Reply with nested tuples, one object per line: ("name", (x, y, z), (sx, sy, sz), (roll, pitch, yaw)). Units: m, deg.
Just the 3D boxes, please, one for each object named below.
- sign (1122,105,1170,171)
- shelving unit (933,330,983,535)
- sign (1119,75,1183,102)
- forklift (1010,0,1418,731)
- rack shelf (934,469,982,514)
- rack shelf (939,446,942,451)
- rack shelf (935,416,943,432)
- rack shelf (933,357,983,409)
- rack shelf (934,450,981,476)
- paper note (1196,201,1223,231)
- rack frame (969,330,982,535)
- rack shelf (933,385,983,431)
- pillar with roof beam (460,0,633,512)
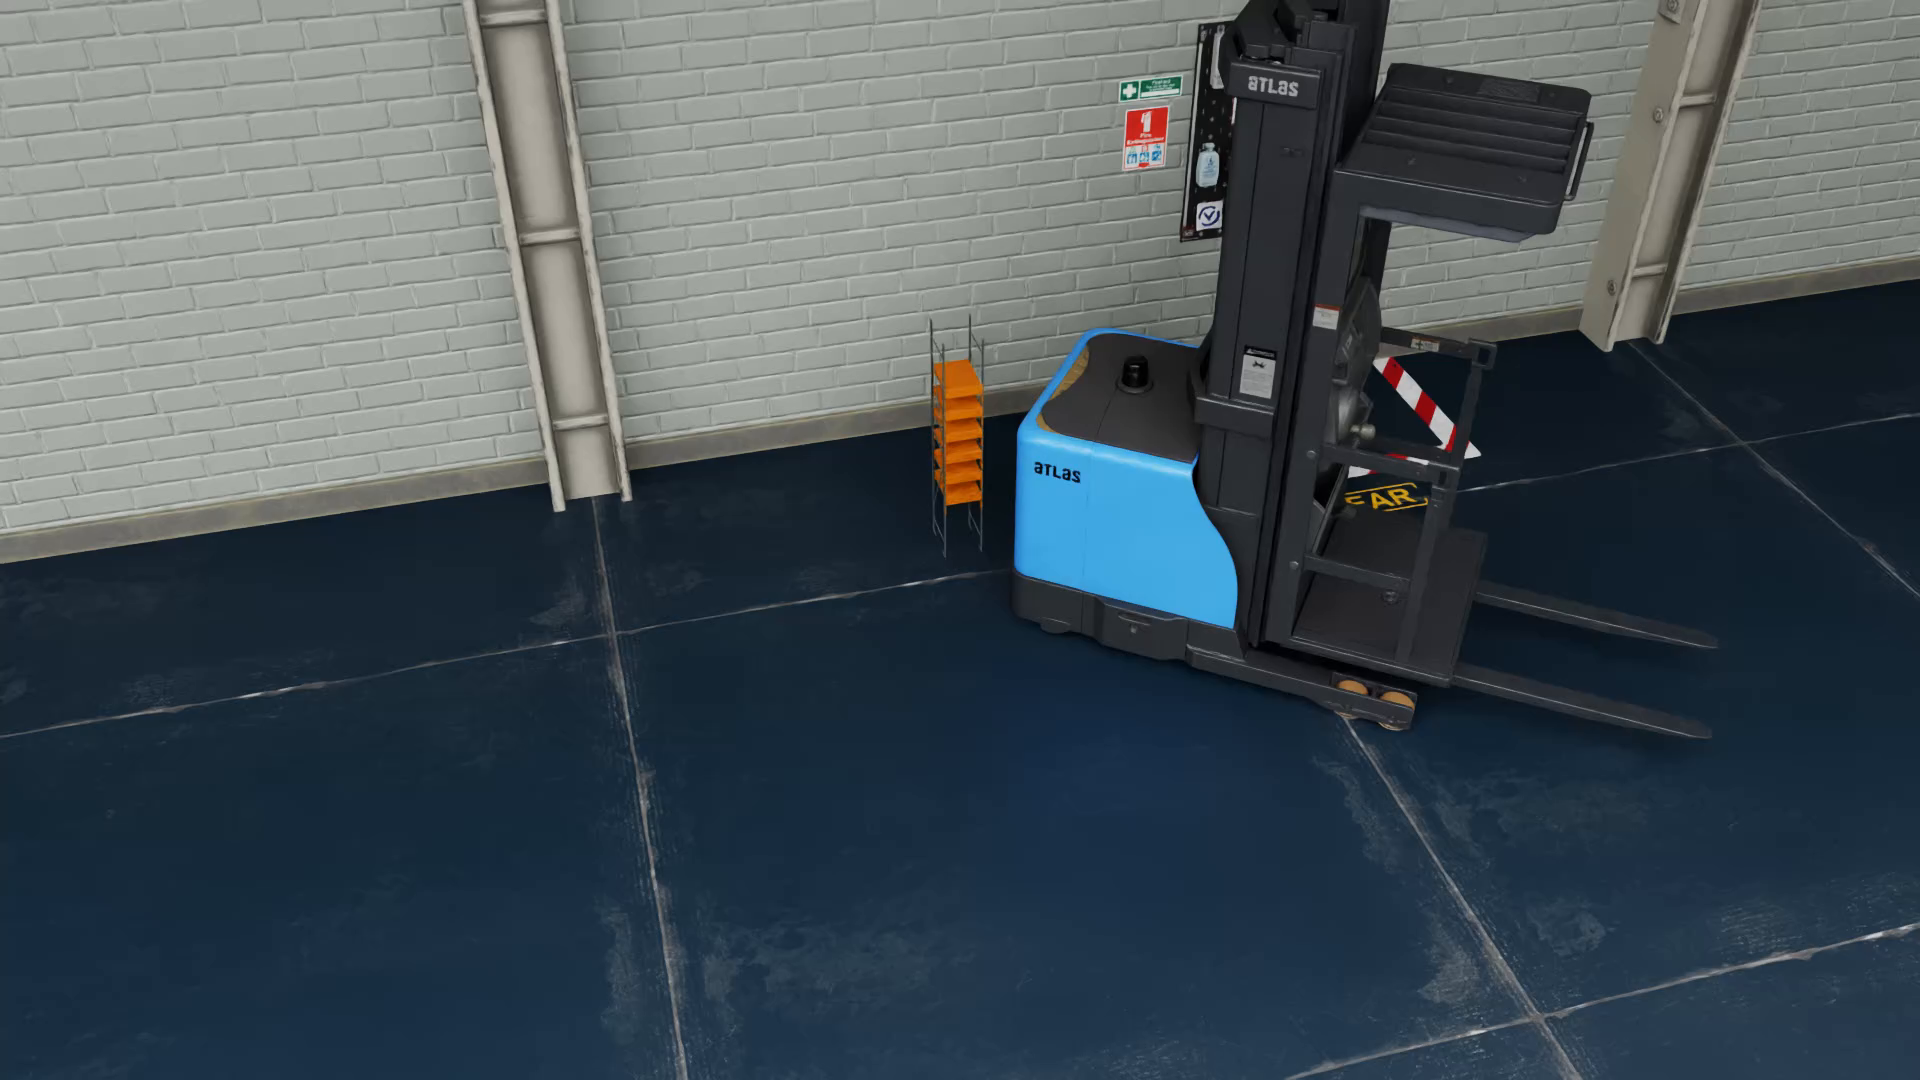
("sign", (10.264, 0.045, 5.621), (16.451, 0.391, 11.513), (-9, 38, -12))
("shelving unit", (-0.013, -0.474, 7.862), (0.183, 1.046, 0.258), (-9, 38, -12))
("sign", (0.942, -2.229, 8.208), (0.331, 0.109, 0.001), (-9, 38, -12))
("forklift", (1.798, -0.713, 6.749), (3.031, 2.935, 1.130), (14, 40, 18))
("rack shelf", (-0.014, -0.248, 8.035), (0.180, 0.103, 0.258), (-9, 38, -12))
("rack shelf", (-0.014, -0.455, 7.877), (0.166, 0.020, 0.199), (-9, 38, -12))
("rack shelf", (-0.014, -0.550, 7.804), (0.166, 0.020, 0.199), (-9, 38, -12))
("rack shelf", (-0.014, -0.725, 7.670), (0.180, 0.103, 0.258), (-9, 38, -12))
("rack shelf", (-0.014, -0.365, 7.945), (0.171, 0.034, 0.221), (-9, 38, -12))
("paper note", (1.307, -1.698, 8.705), (0.142, 0.148, 0.016), (-9, 38, -12))
("rack frame", (0.075, -0.488, 7.880), (0.002, 1.046, 0.228), (-9, 38, -12))
("rack shelf", (-0.014, -0.630, 7.743), (0.180, 0.103, 0.258), (-9, 38, -12))
("pillar with roof beam", (-0.779, -1.312, 2.538), (0.400, 9.000, 9.100), (-9, 38, -12))
